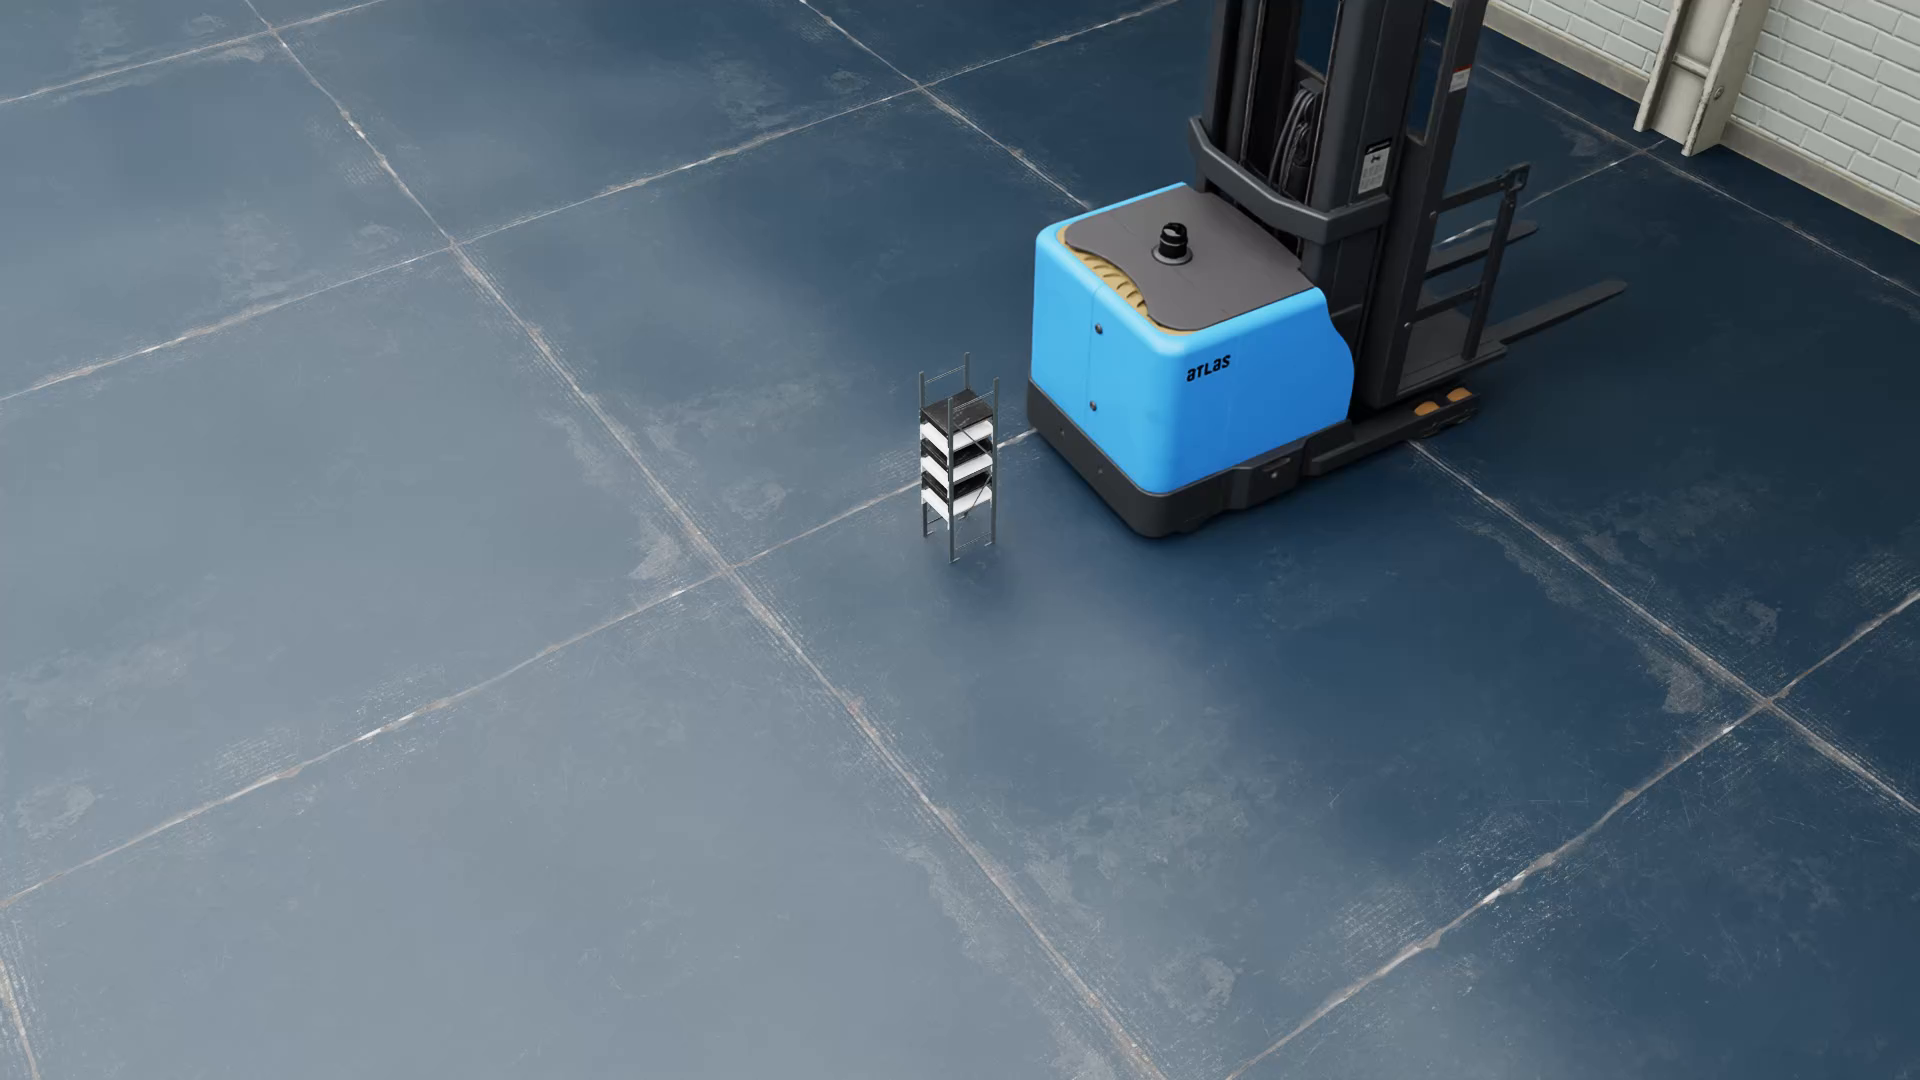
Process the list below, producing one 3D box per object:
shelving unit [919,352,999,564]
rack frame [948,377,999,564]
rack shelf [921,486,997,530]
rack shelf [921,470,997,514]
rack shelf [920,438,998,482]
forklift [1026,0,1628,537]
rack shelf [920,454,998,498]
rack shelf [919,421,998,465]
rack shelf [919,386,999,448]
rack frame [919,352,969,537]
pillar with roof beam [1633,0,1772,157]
[{"bbox_3d":[-0.005,-0.330,6.935,0.258,0.900,0.210,-26,49,-24],"label":"shelving unit"},{"bbox_3d":[0.054,-0.273,6.875,0.240,0.900,0.006,-26,49,-24],"label":"rack frame"},{"bbox_3d":[-0.005,-0.176,7.082,0.258,0.077,0.200,-26,49,-24],"label":"rack shelf"},{"bbox_3d":[-0.005,-0.241,7.020,0.258,0.077,0.200,-26,49,-24],"label":"rack shelf"},{"bbox_3d":[-0.005,-0.371,6.896,0.258,0.077,0.200,-26,49,-24],"label":"rack shelf"},{"bbox_3d":[1.842,-1.834,7.039,3.031,2.935,1.130,-22,48,-21],"label":"forklift"},{"bbox_3d":[-0.005,-0.306,6.958,0.258,0.077,0.200,-26,49,-24],"label":"rack shelf"},{"bbox_3d":[-0.005,-0.436,6.834,0.258,0.077,0.200,-26,49,-24],"label":"rack shelf"},{"bbox_3d":[-0.005,-0.501,6.772,0.258,0.077,0.200,-26,49,-24],"label":"rack shelf"},{"bbox_3d":[-0.063,-0.388,6.995,0.240,0.900,0.006,-26,49,-24],"label":"rack frame"},{"bbox_3d":[0.664,-3.925,4.835,9.100,9.000,0.400,-26,49,-24],"label":"pillar with roof beam"}]
